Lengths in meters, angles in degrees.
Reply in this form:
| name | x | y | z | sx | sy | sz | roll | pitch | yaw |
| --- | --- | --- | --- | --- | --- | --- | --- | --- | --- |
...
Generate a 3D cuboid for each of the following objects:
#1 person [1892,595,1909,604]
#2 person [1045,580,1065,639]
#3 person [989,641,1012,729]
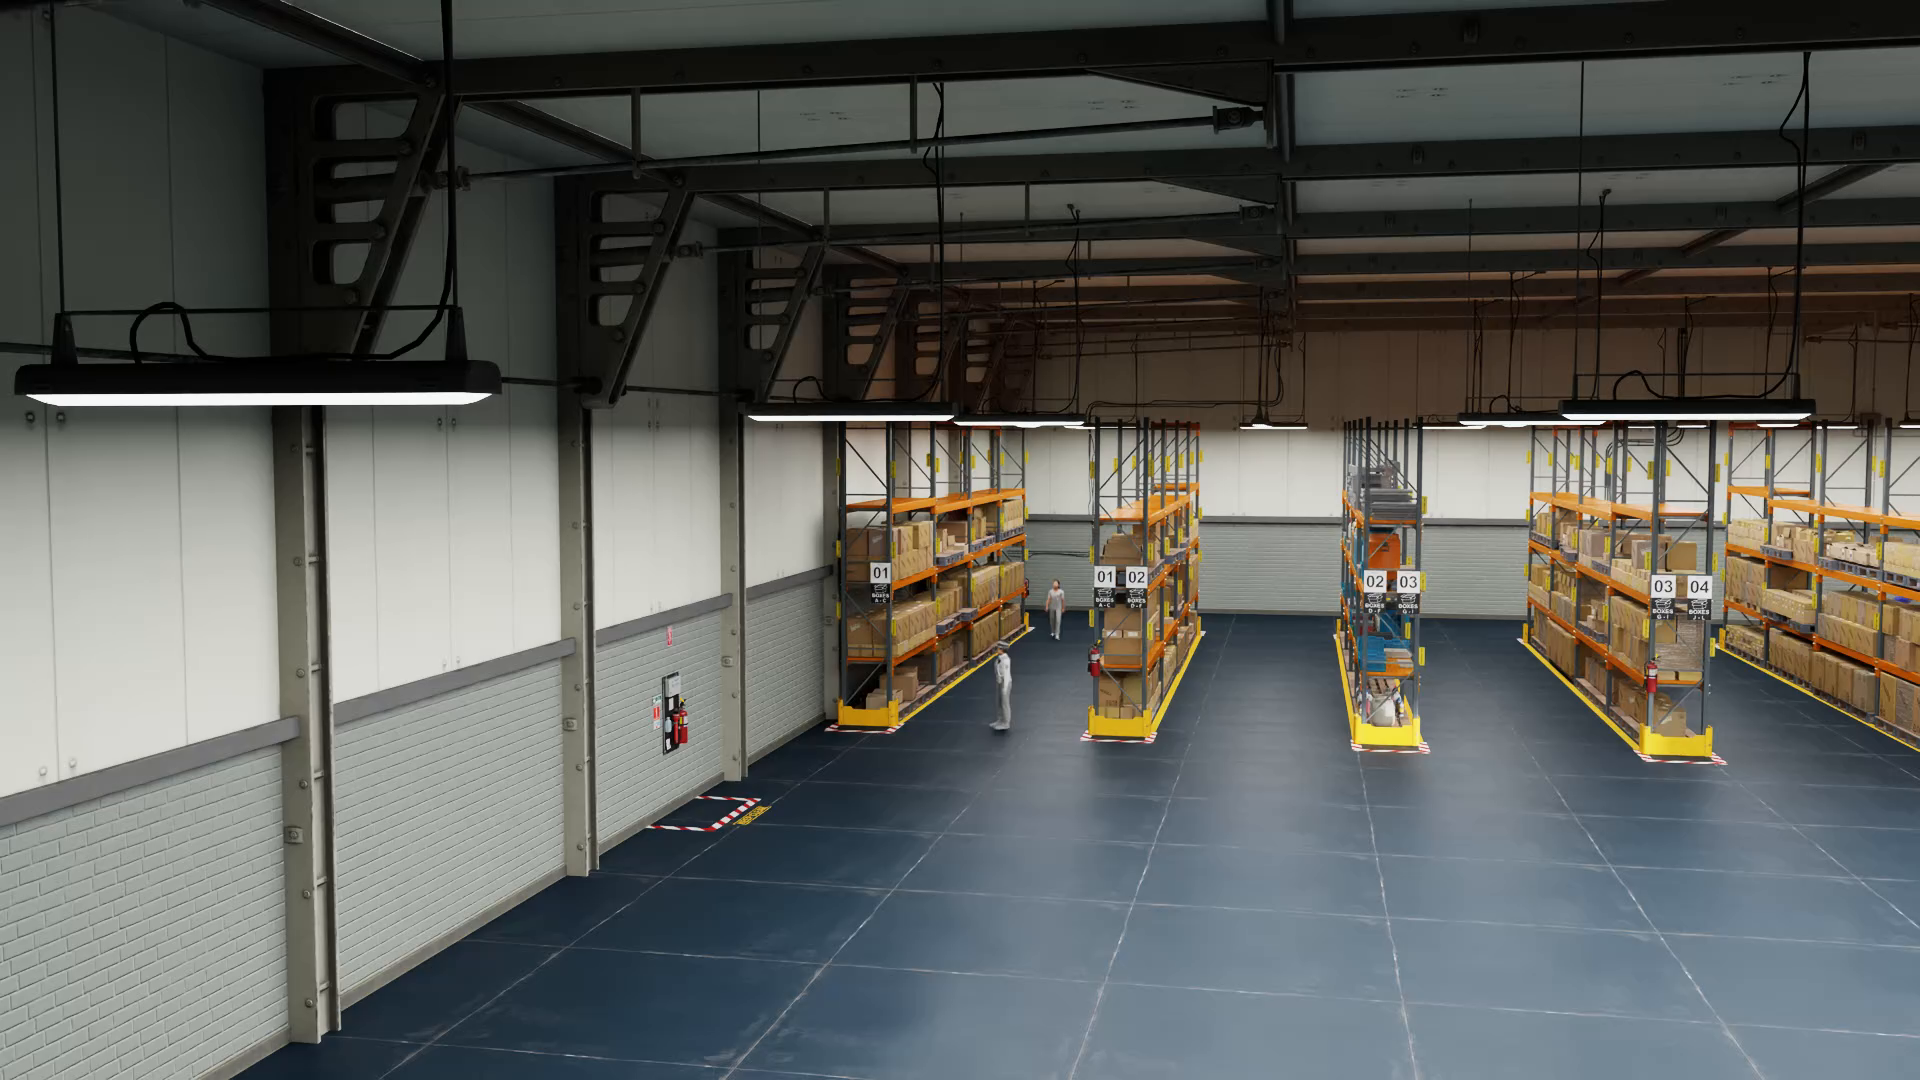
| name | x | y | z | sx | sy | sz | roll | pitch | yaw |
| --- | --- | --- | --- | --- | --- | --- | --- | --- | --- |
| person | 25.652 | 1.972 | 45.365 | 0.417 | 1.608 | 0.961 | 3 | 5 | 40 |
| person | 2.647 | 1.916 | 46.133 | 0.533 | 1.619 | 1.030 | 0 | 4 | 7 |
| person | 0.789 | 2.792 | 32.059 | 0.402 | 1.680 | 0.537 | -1 | 4 | -16 |
